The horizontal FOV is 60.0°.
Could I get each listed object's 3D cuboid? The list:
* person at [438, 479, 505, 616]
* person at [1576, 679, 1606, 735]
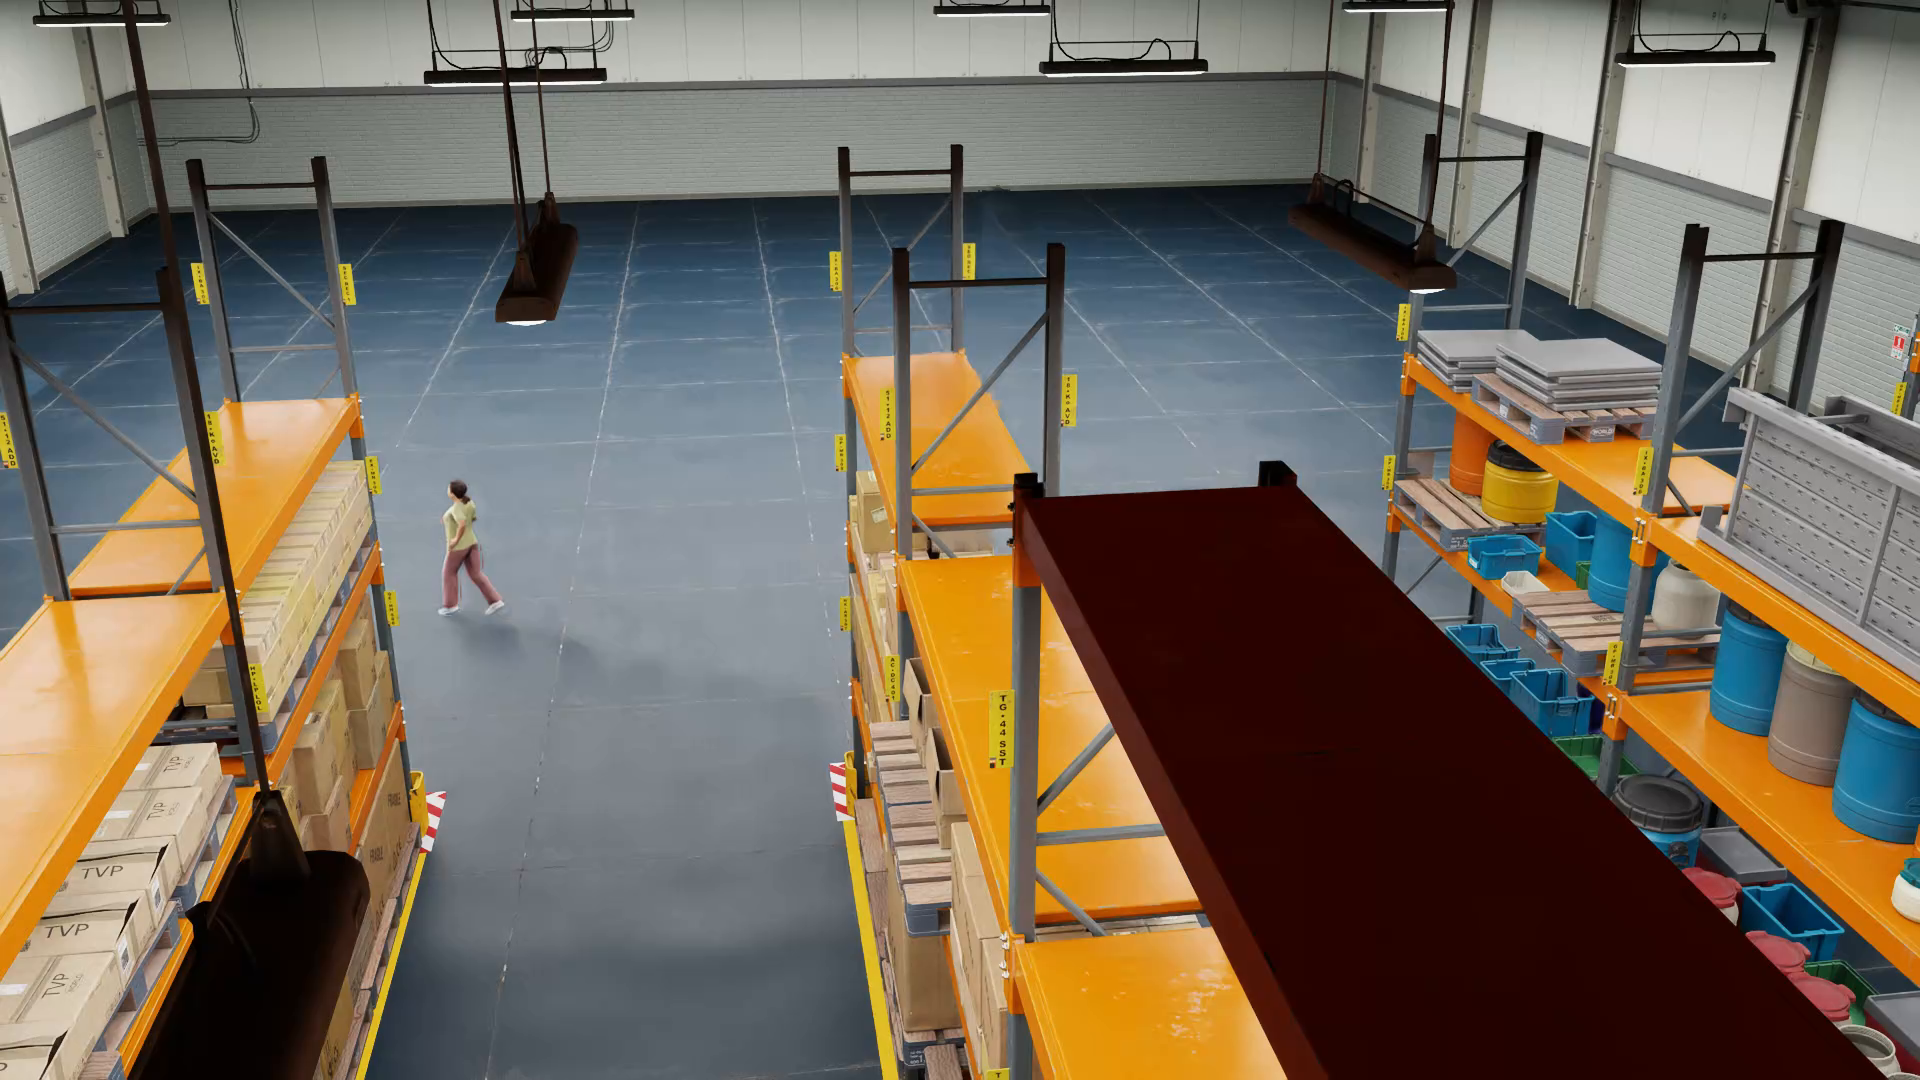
[{"bbox_3d":[-5.669,0.111,19.053,0.927,1.696,0.565,9,23,22],"label":"person"},{"bbox_3d":[5.991,1.433,15.710,0.623,1.625,0.997,-7,23,-18],"label":"person"}]
